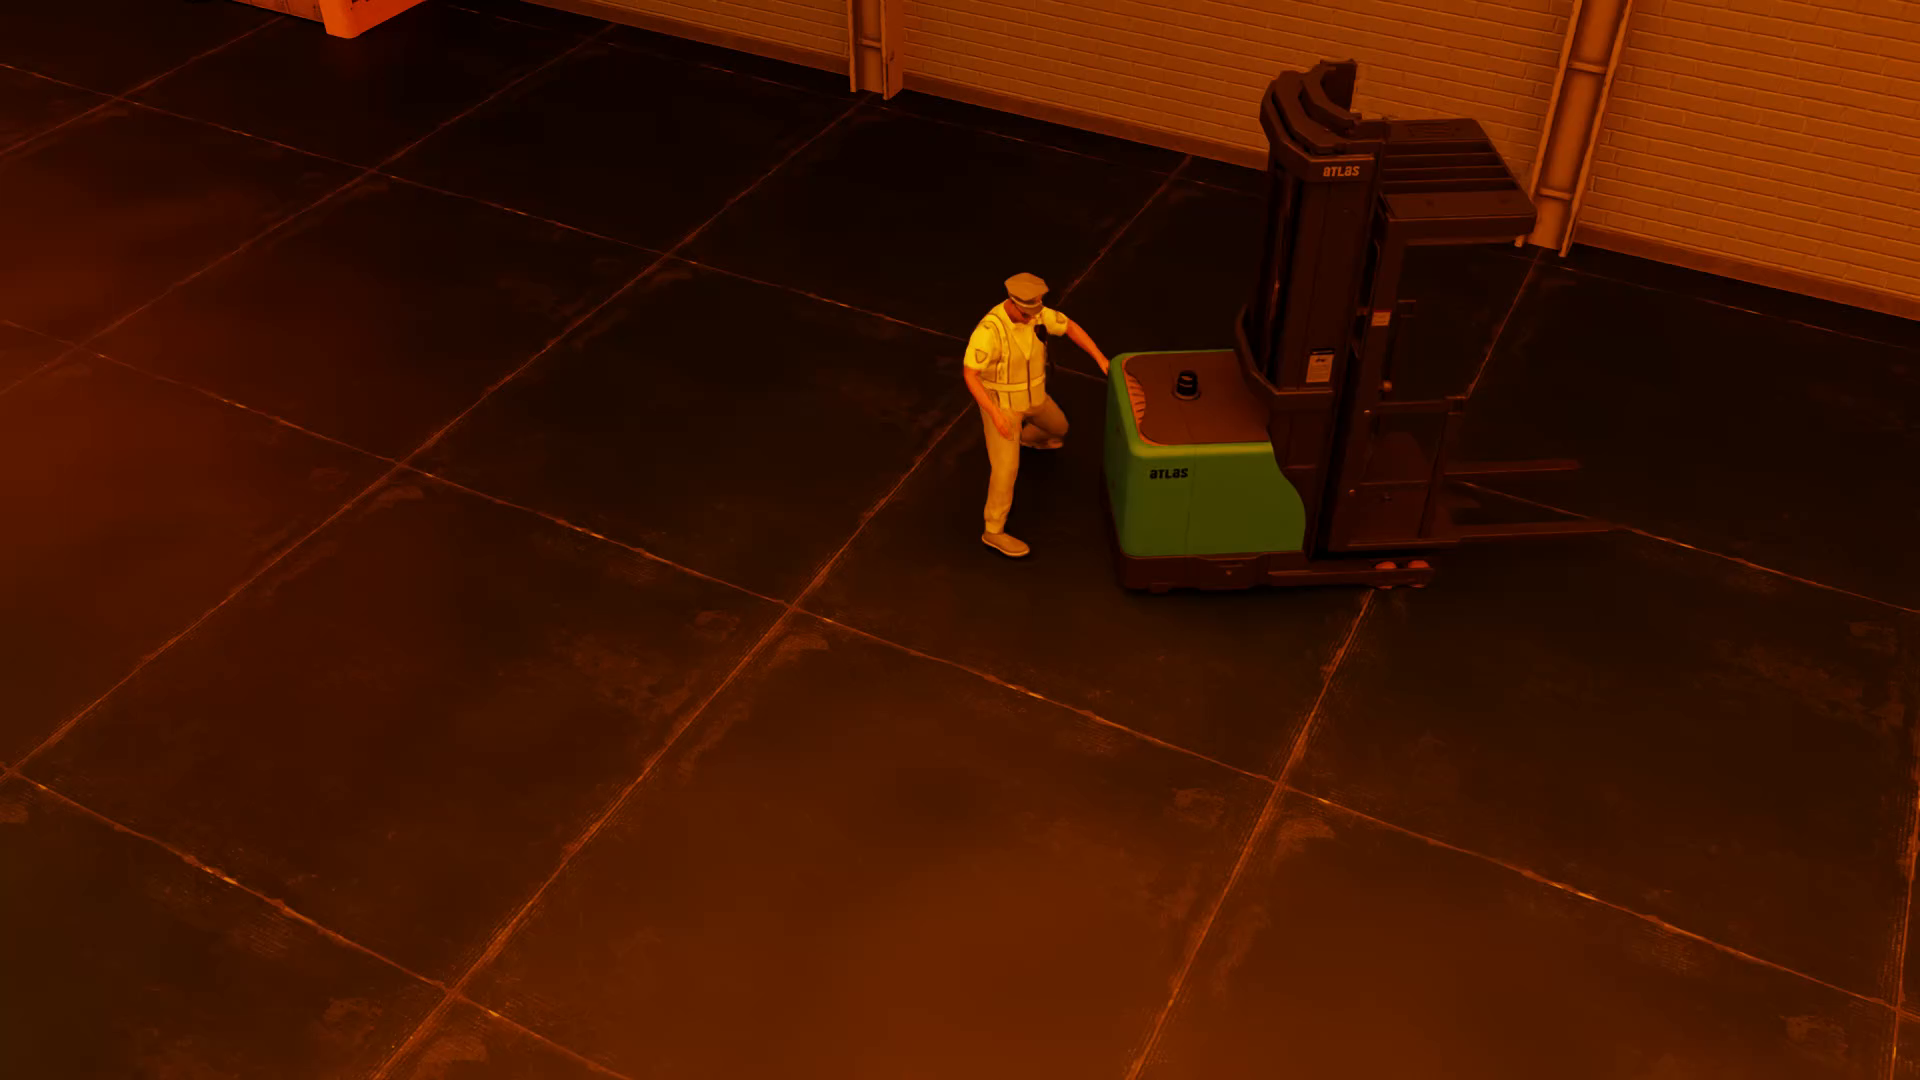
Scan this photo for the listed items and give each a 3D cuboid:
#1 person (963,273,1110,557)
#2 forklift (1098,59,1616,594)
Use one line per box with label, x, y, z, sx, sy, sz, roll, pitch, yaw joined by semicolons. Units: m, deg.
person;0.448;-0.857;10.100;1.066;1.600;0.942;-26;46;-27
forklift;2.414;-1.170;9.375;3.031;2.935;1.130;-2;40;-3
